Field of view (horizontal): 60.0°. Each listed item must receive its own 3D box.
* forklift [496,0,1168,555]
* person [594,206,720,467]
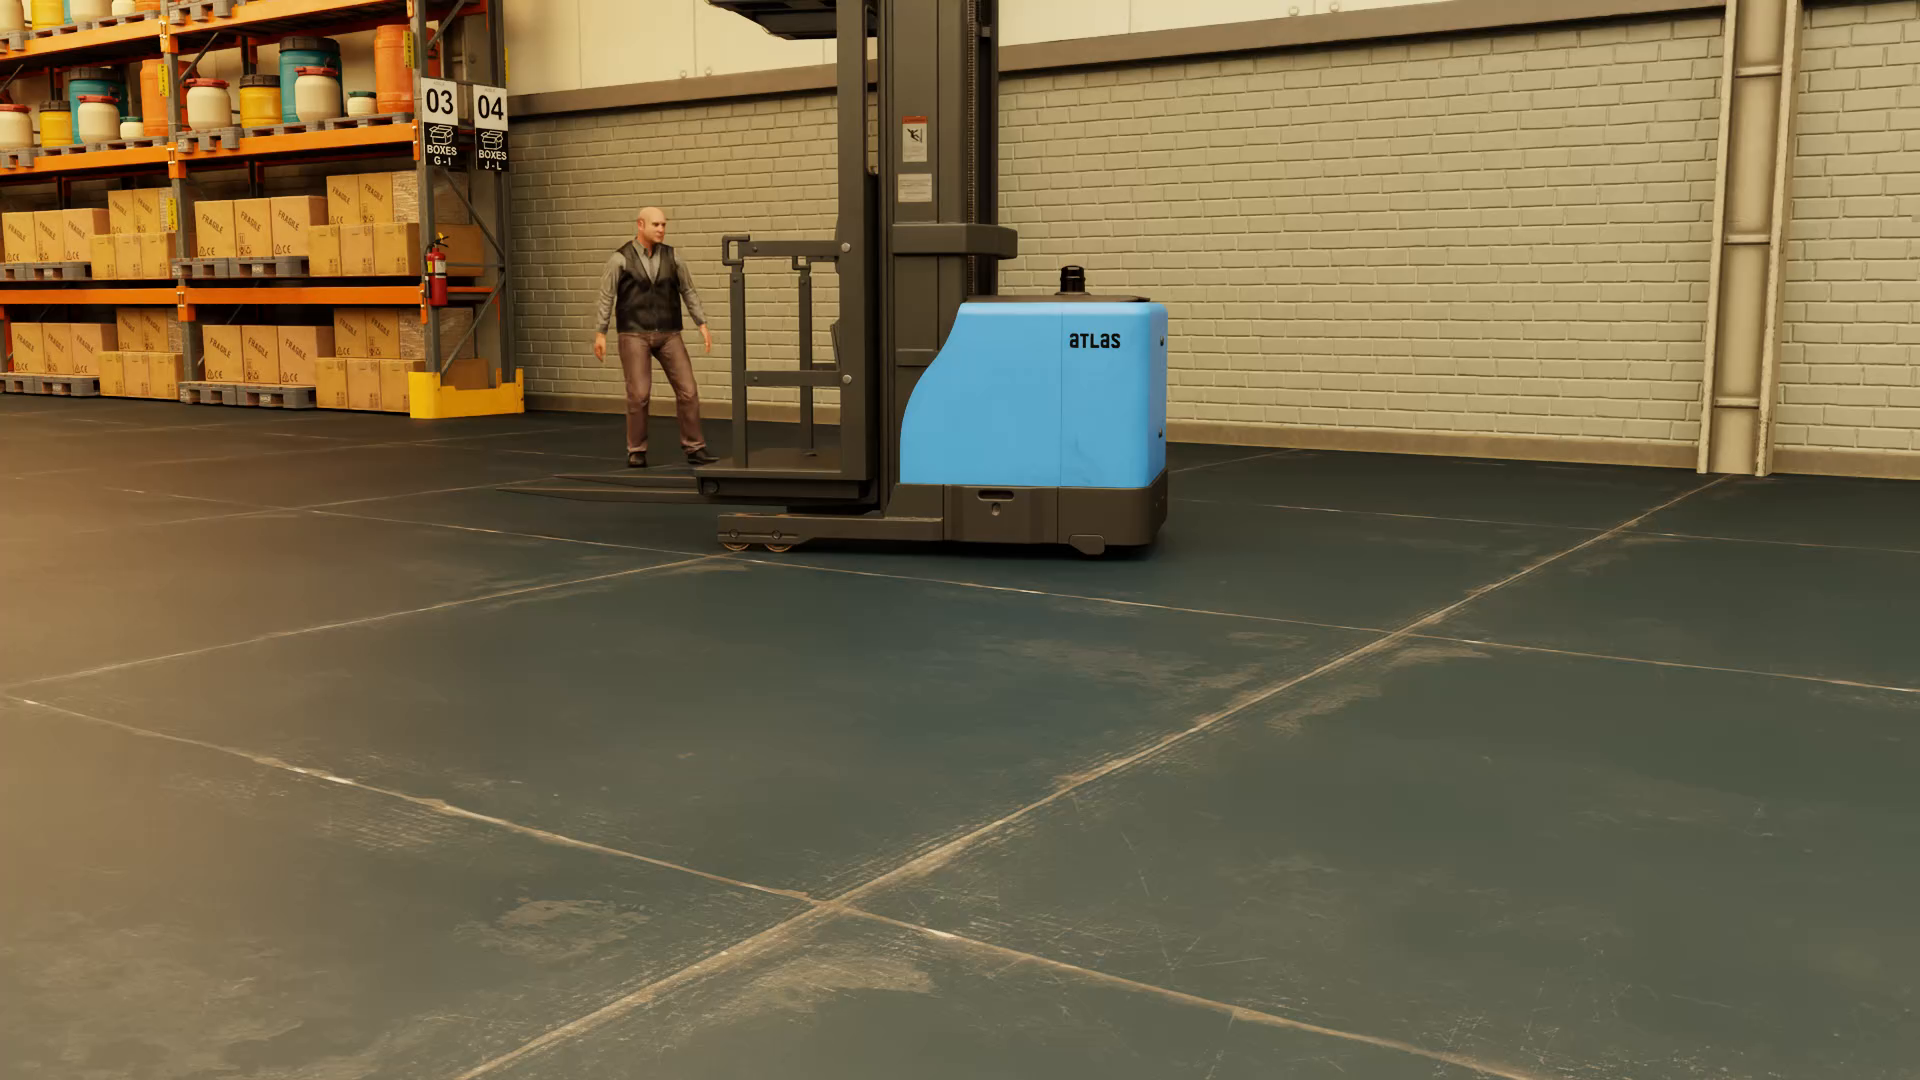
[{"bbox_3d":[-0.596,-1.469,7.520,3.031,2.935,1.130,2,8,12],"label":"forklift"},{"bbox_3d":[-2.020,-1.339,10.999,0.784,1.696,0.400,-4,9,-27],"label":"person"}]
